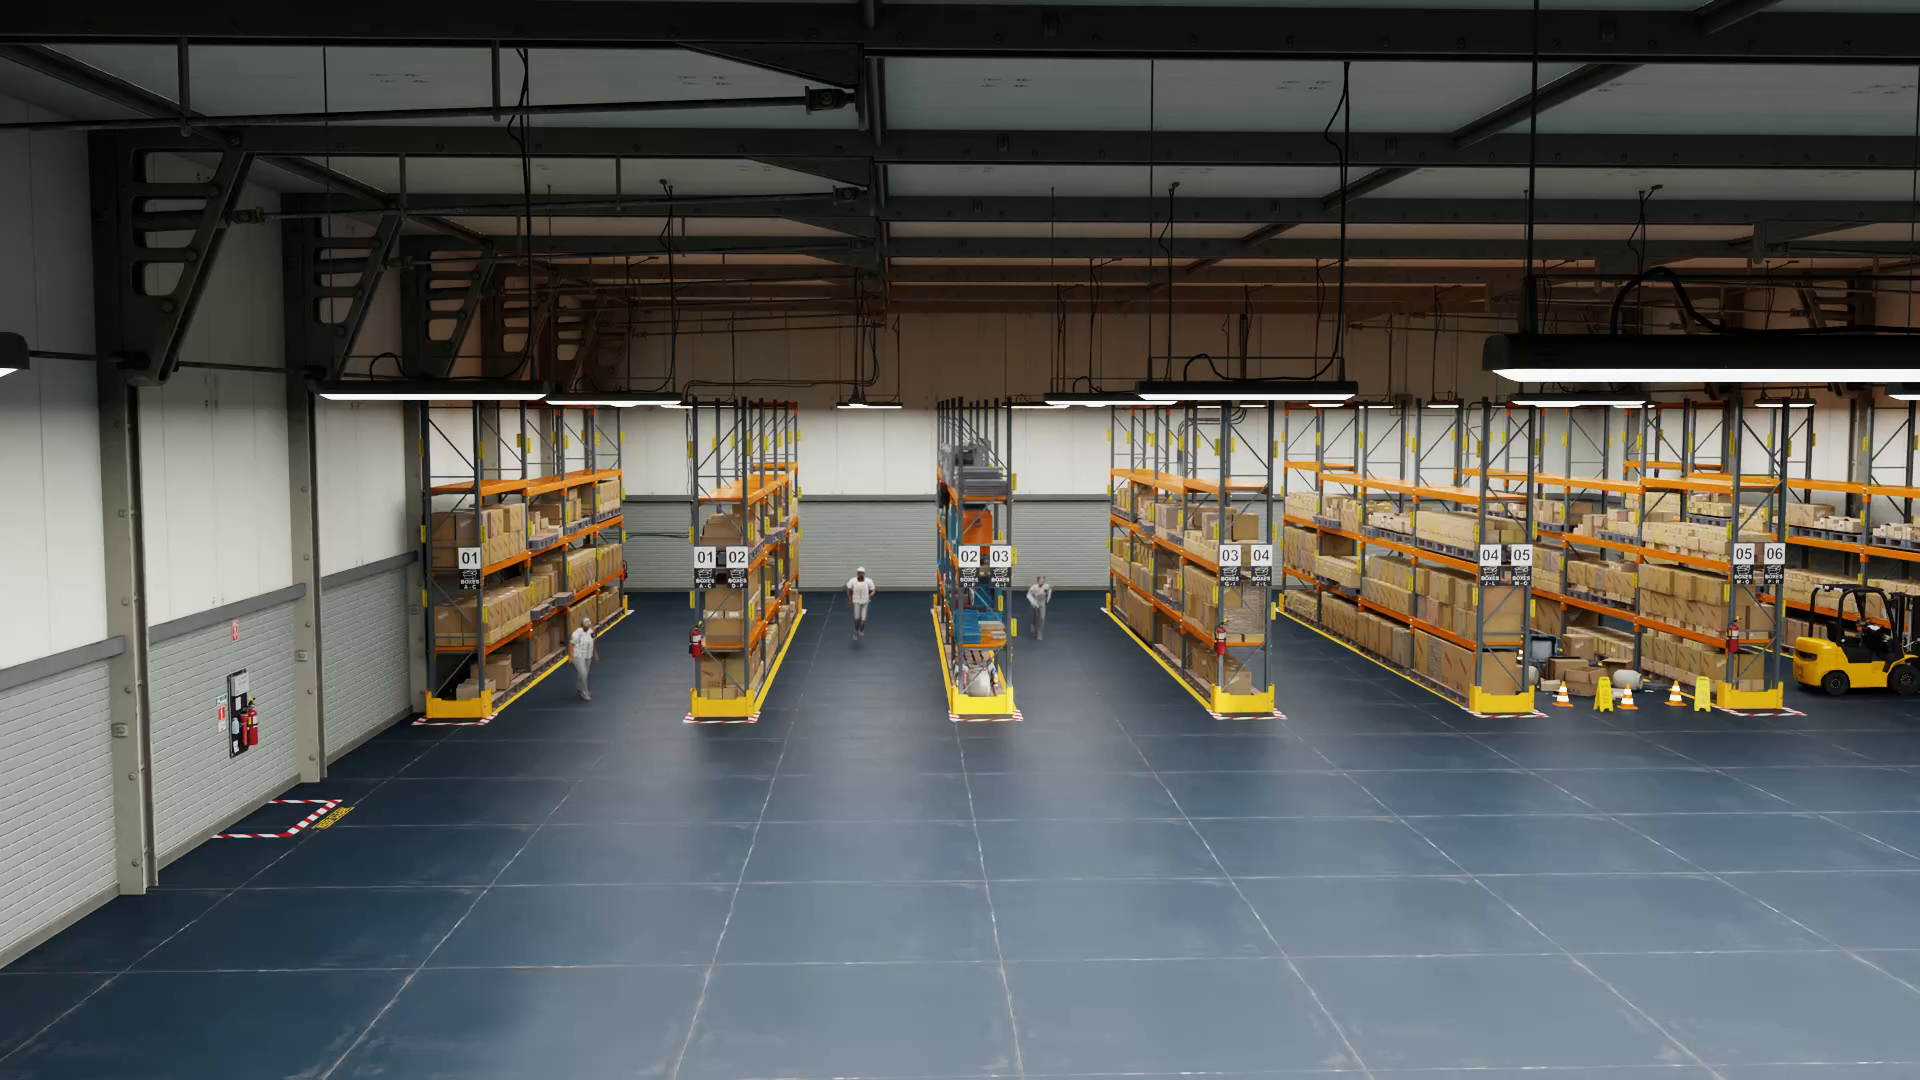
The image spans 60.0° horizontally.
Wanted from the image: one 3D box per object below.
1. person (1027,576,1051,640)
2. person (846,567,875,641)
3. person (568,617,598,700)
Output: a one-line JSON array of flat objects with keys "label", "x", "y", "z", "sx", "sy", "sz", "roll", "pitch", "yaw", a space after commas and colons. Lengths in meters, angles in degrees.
[{"label": "person", "x": 1.981, "y": 1.689, "z": 42.125, "sx": 0.647, "sy": 1.635, "sz": 0.968, "roll": -1, "pitch": 5, "yaw": -15}, {"label": "person", "x": -2.385, "y": 1.548, "z": 40.094, "sx": 0.705, "sy": 1.800, "sz": 0.640, "roll": -1, "pitch": 4, "yaw": -7}, {"label": "person", "x": -7.560, "y": 2.364, "z": 33.190, "sx": 0.713, "sy": 1.683, "sz": 0.588, "roll": 3, "pitch": 5, "yaw": 35}]
